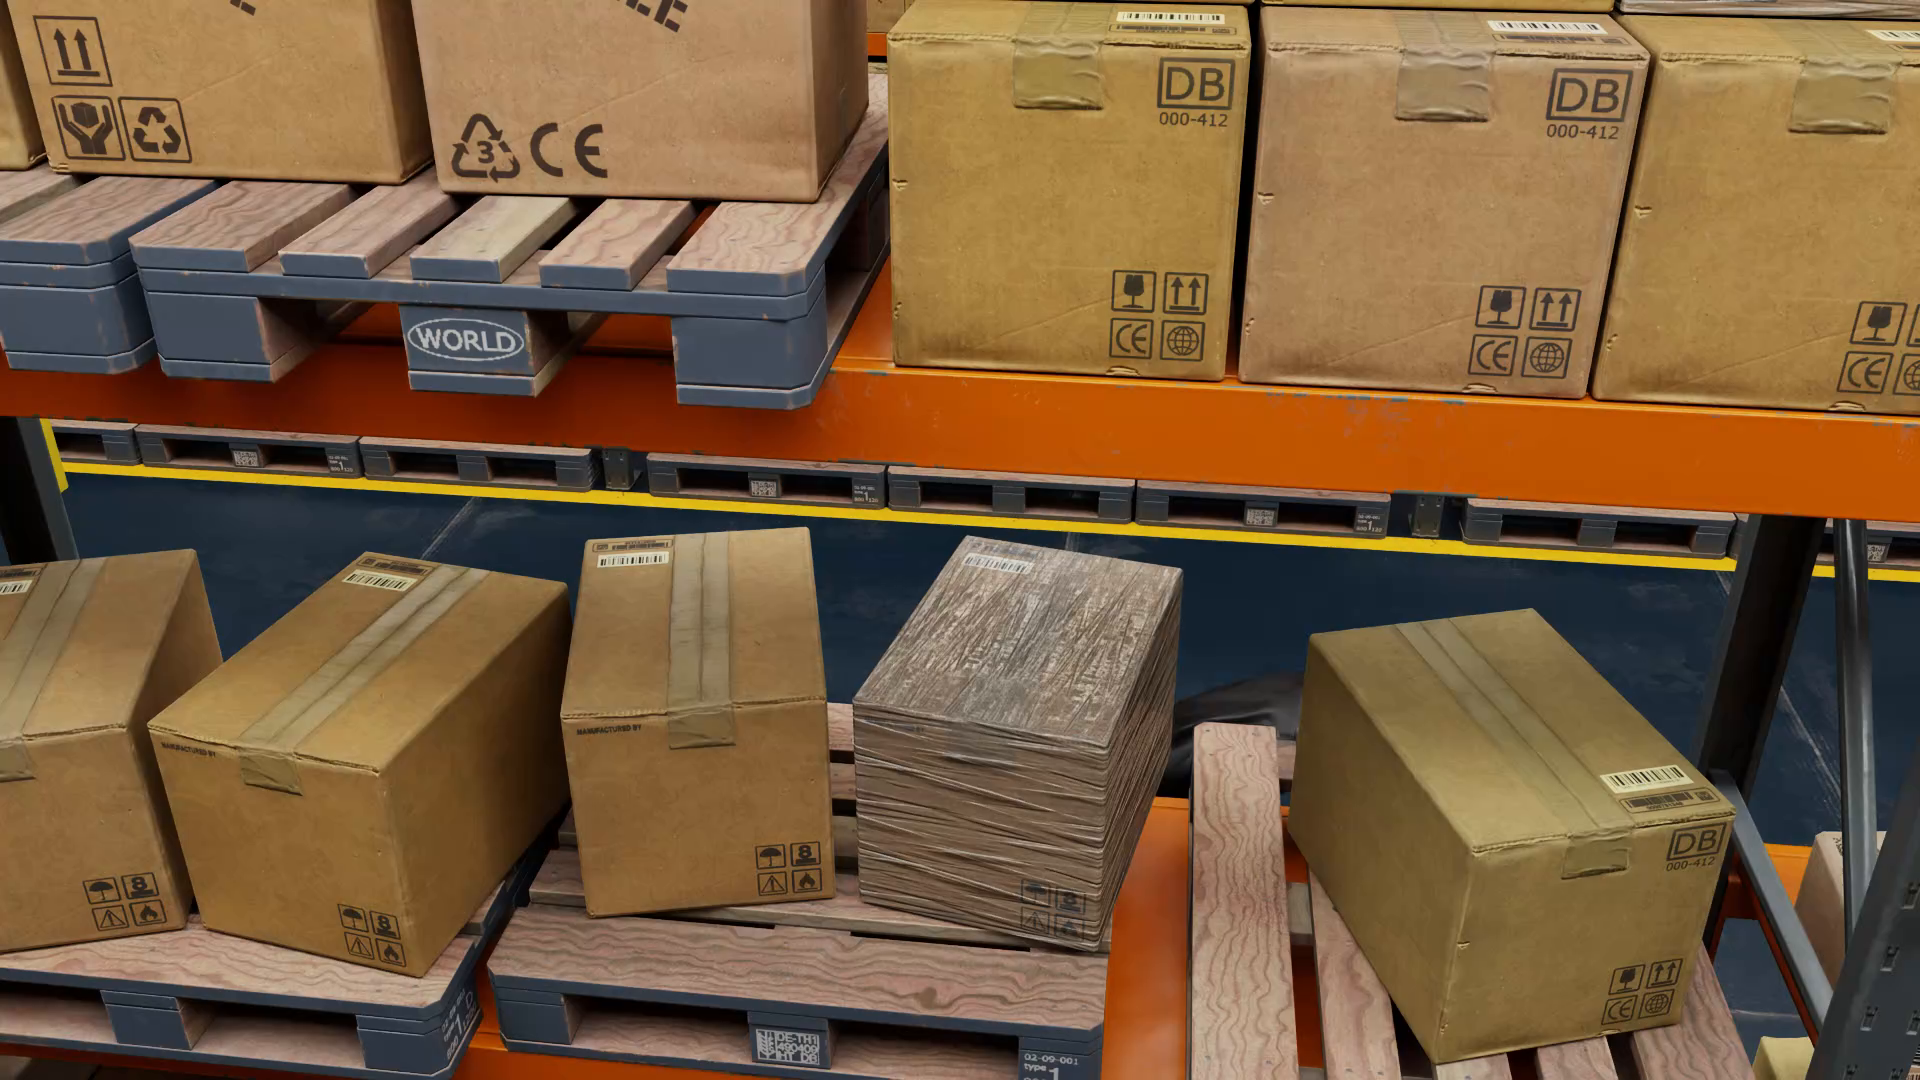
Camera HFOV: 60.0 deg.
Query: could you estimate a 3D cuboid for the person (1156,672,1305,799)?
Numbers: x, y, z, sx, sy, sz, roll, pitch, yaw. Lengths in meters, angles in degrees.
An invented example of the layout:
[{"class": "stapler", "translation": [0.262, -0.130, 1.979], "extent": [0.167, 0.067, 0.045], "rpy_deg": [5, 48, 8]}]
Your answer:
[{"class": "person", "translation": [1.013, 0.841, 5.648], "extent": [0.896, 0.826, 0.521], "rpy_deg": [3, 28, 6]}]
